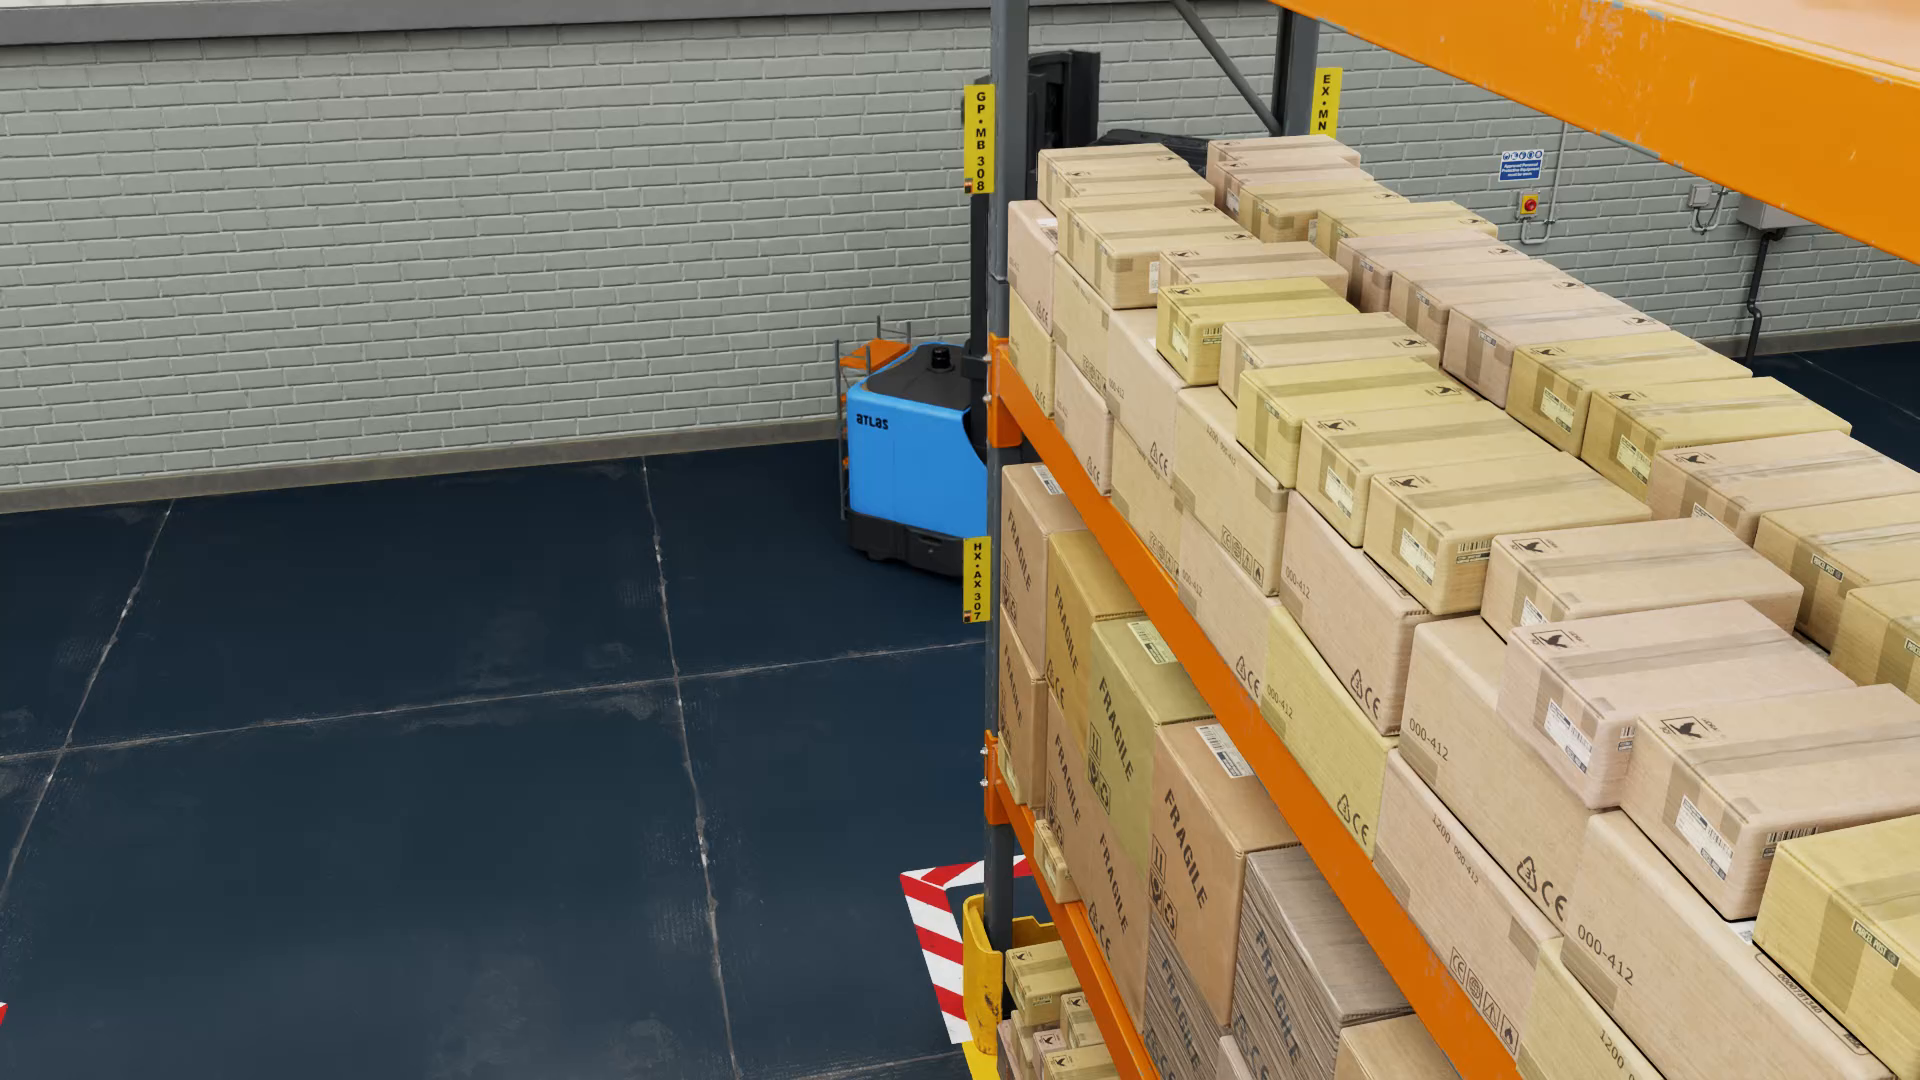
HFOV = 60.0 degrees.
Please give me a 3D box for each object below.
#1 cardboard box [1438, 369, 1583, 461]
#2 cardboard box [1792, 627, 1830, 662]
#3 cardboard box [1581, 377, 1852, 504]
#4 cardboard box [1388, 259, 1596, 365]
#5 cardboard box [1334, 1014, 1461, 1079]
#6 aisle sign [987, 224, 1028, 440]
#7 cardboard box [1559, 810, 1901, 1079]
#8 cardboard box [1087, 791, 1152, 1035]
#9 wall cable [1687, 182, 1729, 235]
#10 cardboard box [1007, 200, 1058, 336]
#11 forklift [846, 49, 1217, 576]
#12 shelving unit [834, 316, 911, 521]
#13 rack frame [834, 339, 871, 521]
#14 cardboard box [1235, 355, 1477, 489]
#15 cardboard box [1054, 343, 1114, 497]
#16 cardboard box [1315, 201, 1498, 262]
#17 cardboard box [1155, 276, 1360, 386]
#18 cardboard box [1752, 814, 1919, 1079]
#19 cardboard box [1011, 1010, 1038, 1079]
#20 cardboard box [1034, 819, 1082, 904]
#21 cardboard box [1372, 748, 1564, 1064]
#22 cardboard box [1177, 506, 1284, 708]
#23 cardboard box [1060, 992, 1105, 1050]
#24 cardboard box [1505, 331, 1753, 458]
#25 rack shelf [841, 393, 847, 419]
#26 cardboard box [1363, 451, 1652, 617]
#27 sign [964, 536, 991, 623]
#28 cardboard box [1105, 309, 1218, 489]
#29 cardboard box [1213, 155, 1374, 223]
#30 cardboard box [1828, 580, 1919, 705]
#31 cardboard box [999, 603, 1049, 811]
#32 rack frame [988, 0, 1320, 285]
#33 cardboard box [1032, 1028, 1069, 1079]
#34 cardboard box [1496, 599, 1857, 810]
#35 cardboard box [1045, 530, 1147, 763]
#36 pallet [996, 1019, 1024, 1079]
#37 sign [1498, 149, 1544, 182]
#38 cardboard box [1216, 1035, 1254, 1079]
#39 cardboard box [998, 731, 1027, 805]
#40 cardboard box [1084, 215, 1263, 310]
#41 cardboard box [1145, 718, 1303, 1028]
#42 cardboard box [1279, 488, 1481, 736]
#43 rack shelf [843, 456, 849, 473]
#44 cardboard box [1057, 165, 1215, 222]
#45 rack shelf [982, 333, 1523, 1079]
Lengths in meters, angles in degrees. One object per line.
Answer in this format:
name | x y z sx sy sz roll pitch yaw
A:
cardboard box | 1.274 -0.179 3.558 0.500 0.250 0.500 -7 28 -14
cardboard box | 1.509 0.274 2.662 0.500 0.250 0.500 -6 27 -12
cardboard box | 1.413 -0.184 3.125 0.380 0.149 0.250 -5 27 -9
cardboard box | 1.209 -0.524 3.799 0.380 0.149 0.250 -5 27 -10
cardboard box | 1.001 1.195 3.003 0.500 0.500 0.500 -7 28 -13
aisle sign | 0.282 -0.694 5.412 0.394 0.787 0.004 -6 27 -12
cardboard box | 1.140 0.552 2.111 0.500 0.250 0.500 -7 28 -14
cardboard box | 0.666 0.964 4.570 0.500 0.500 0.500 -6 27 -11
wall cable | 5.476 -3.155 12.044 0.588 1.984 0.122 -6 27 -12
cardboard box | 0.438 -0.804 4.797 0.500 0.250 0.500 -6 27 -11
forklift | 0.870 -1.097 9.171 3.031 2.935 1.130 14 30 25
shelving unit | -0.527 -0.738 10.379 0.258 1.200 0.503 14 30 25
rack frame | -0.642 -0.641 10.187 0.240 1.200 0.015 14 30 25
cardboard box | 0.761 -0.233 3.224 0.380 0.149 0.250 -6 27 -12
cardboard box | 0.557 -0.350 4.451 0.500 0.250 0.500 -5 27 -10
cardboard box | 1.135 -0.754 4.254 0.380 0.149 0.250 -6 27 -11
cardboard box | 0.653 -0.465 3.683 0.380 0.149 0.250 -5 27 -10
cardboard box | 1.155 0.441 1.888 0.380 0.149 0.250 -7 28 -14
cardboard box | 0.396 1.816 6.022 0.380 0.149 0.250 -5 27 -11
cardboard box | 0.450 0.986 5.245 0.380 0.149 0.250 -7 28 -13
cardboard box | 1.017 0.543 2.682 0.500 0.250 0.500 -6 27 -12
cardboard box | 0.791 0.103 3.555 0.500 0.250 0.500 -6 27 -12
cardboard box | 0.557 1.661 5.668 0.380 0.149 0.250 -5 27 -11
cardboard box | 1.341 -0.297 3.350 0.380 0.149 0.250 -7 28 -13
rack shelf | -0.527 -0.877 10.309 0.258 0.148 0.480 14 30 25
cardboard box | 0.912 -0.016 2.793 0.380 0.149 0.250 -7 28 -14
sign | 0.062 0.136 5.690 0.100 0.325 0.005 -6 27 -12
cardboard box | 0.657 -0.356 3.910 0.500 0.250 0.500 -6 27 -11
cardboard box | 0.933 -0.973 4.690 0.380 0.149 0.250 -6 27 -11
cardboard box | 1.522 0.171 2.423 0.380 0.149 0.250 -6 27 -12
cardboard box | 0.422 0.515 5.459 0.500 0.500 0.500 -5 27 -9
rack frame | 0.590 -2.210 4.642 1.000 3.000 0.127 -6 27 -12
cardboard box | 0.465 1.802 5.718 0.380 0.149 0.250 -6 27 -12
cardboard box | 0.989 0.223 2.320 0.380 0.149 0.250 -6 27 -12
cardboard box | 0.553 0.289 4.798 0.500 0.500 0.500 -5 27 -10
pallet | 0.756 2.106 5.843 1.003 0.211 1.213 -6 27 -12
sign | 4.036 -2.695 11.960 0.327 0.218 0.001 -6 27 -12
cardboard box | 0.881 1.416 3.674 0.500 0.500 0.500 -6 27 -12
cardboard box | 0.344 0.755 5.703 0.380 0.149 0.250 -6 27 -12
cardboard box | 0.525 -0.693 4.135 0.380 0.149 0.250 -6 27 -11
cardboard box | 0.767 0.743 3.899 0.500 0.500 0.500 -7 28 -13
cardboard box | 0.912 0.094 3.018 0.500 0.250 0.500 -5 27 -9
rack shelf | -0.526 -0.500 10.498 0.258 0.148 0.480 14 30 25
cardboard box | 0.481 -0.927 4.597 0.380 0.149 0.250 -5 27 -10
rack shelf | 1.041 0.328 3.741 1.077 0.370 4.000 -6 27 -12
